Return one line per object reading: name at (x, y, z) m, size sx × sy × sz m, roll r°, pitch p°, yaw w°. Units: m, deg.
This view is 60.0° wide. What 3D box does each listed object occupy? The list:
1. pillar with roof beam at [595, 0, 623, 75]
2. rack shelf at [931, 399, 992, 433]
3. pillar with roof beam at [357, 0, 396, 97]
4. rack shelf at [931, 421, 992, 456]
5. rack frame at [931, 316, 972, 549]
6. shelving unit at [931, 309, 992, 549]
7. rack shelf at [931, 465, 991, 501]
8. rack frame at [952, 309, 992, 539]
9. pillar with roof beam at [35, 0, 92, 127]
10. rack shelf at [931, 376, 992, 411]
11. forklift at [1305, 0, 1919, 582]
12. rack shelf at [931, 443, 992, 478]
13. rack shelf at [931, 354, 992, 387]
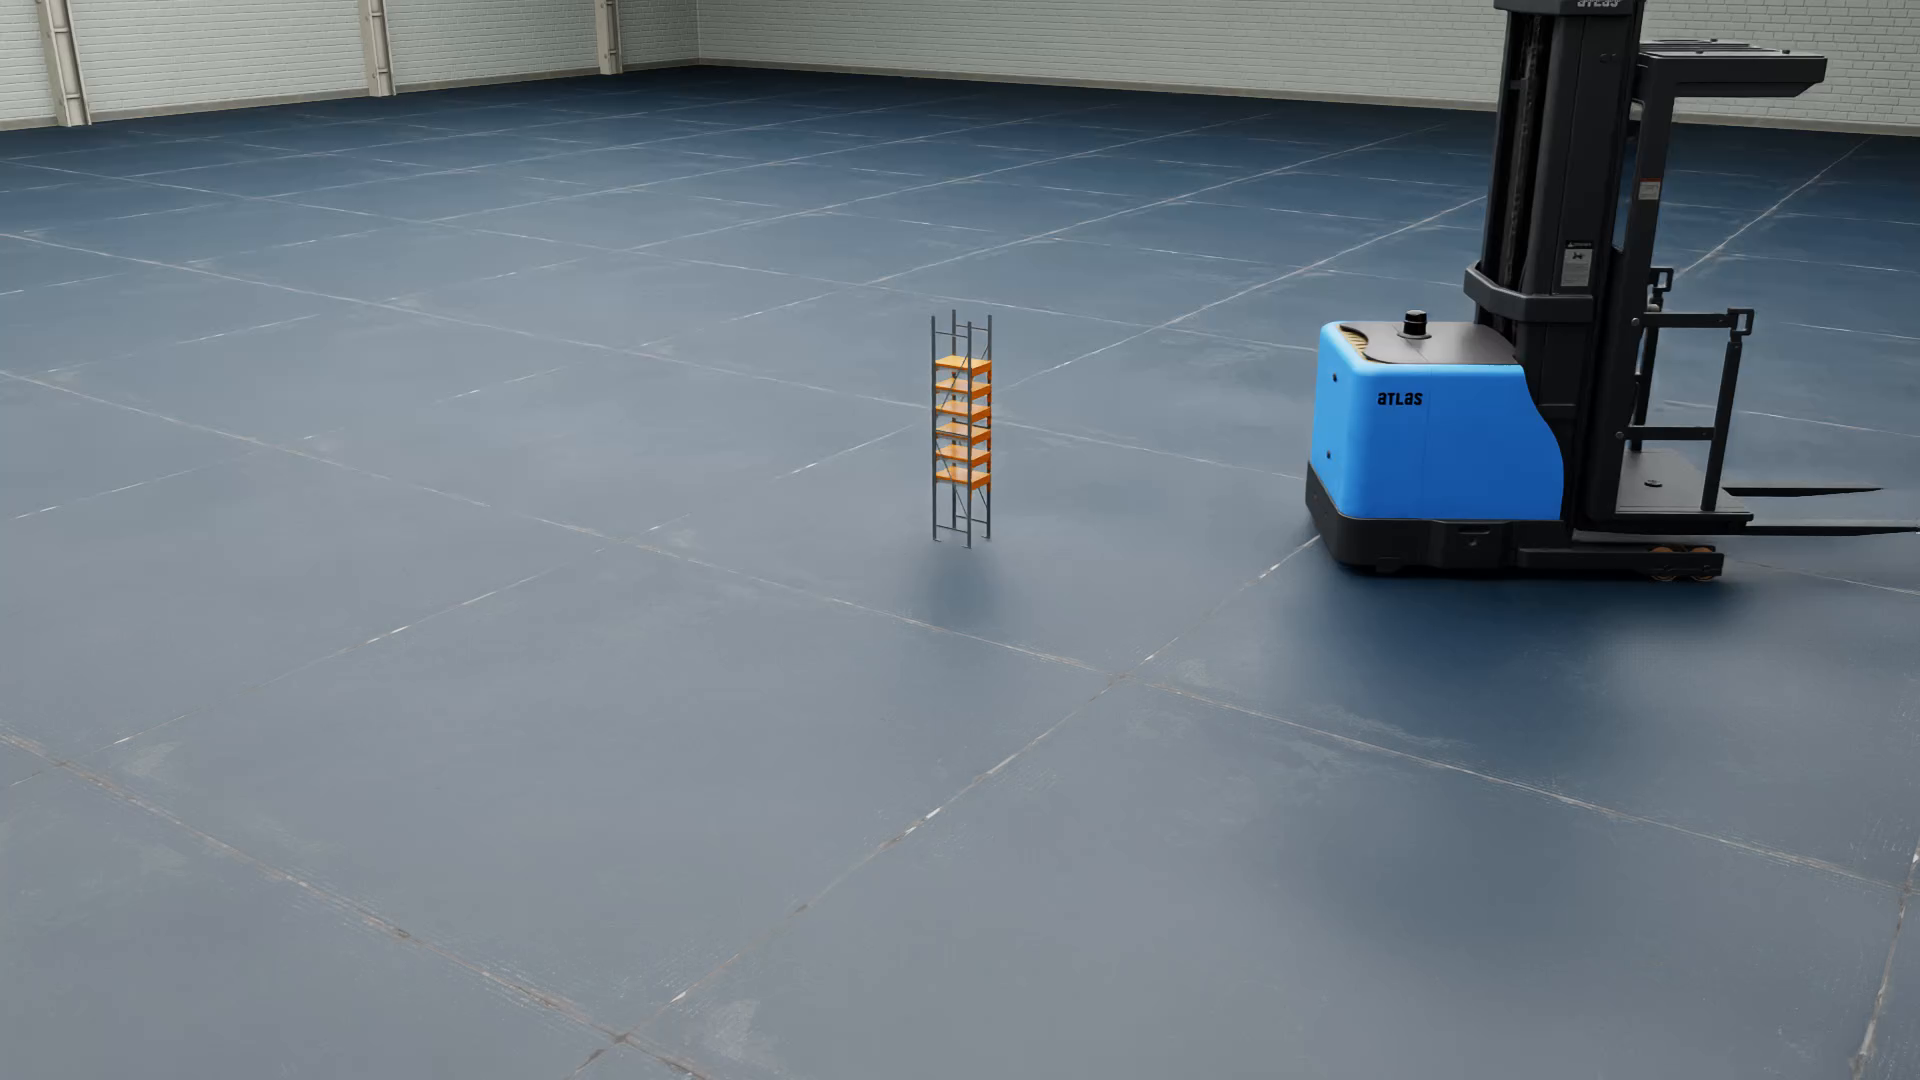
pillar with roof beam at (-4.047, -13.556, 32.441) m, size 9.100 × 9.000 × 0.400 m, roll 13°, pitch 24°, yaw 32°
rack shelf at (0.008, -0.638, 8.542) m, size 0.258 × 0.103 × 0.180 m, roll 13°, pitch 24°, yaw 32°
pillar with roof beam at (-7.420, -11.834, 27.787) m, size 9.100 × 9.000 × 0.400 m, roll 13°, pitch 24°, yaw 32°
rack shelf at (0.008, -0.525, 8.583) m, size 0.258 × 0.103 × 0.180 m, roll 13°, pitch 24°, yaw 32°
rack frame at (-0.043, -0.541, 8.497) m, size 0.240 × 1.200 × 0.006 m, roll 13°, pitch 24°, yaw 32°
shelving unit at (0.008, -0.567, 8.568) m, size 0.258 × 1.200 × 0.189 m, roll 13°, pitch 24°, yaw 32°
rack shelf at (0.008, -0.300, 8.667) m, size 0.258 × 0.103 × 0.180 m, roll 13°, pitch 24°, yaw 32°
rack frame at (0.060, -0.593, 8.639) m, size 0.240 × 1.200 × 0.006 m, roll 13°, pitch 24°, yaw 32°
pillar with roof beam at (-10.792, -10.113, 23.133) m, size 9.100 × 9.000 × 0.400 m, roll 13°, pitch 24°, yaw 32°
rack shelf at (0.008, -0.750, 8.500) m, size 0.258 × 0.103 × 0.180 m, roll 13°, pitch 24°, yaw 32°
forklift at (3.397, -1.356, 8.205) m, size 3.031 × 2.935 × 1.130 m, roll 0°, pitch 20°, yaw 1°
rack shelf at (0.008, -0.413, 8.625) m, size 0.258 × 0.103 × 0.180 m, roll 13°, pitch 24°, yaw 32°
rack shelf at (0.008, -0.863, 8.459) m, size 0.258 × 0.103 × 0.180 m, roll 13°, pitch 24°, yaw 32°
